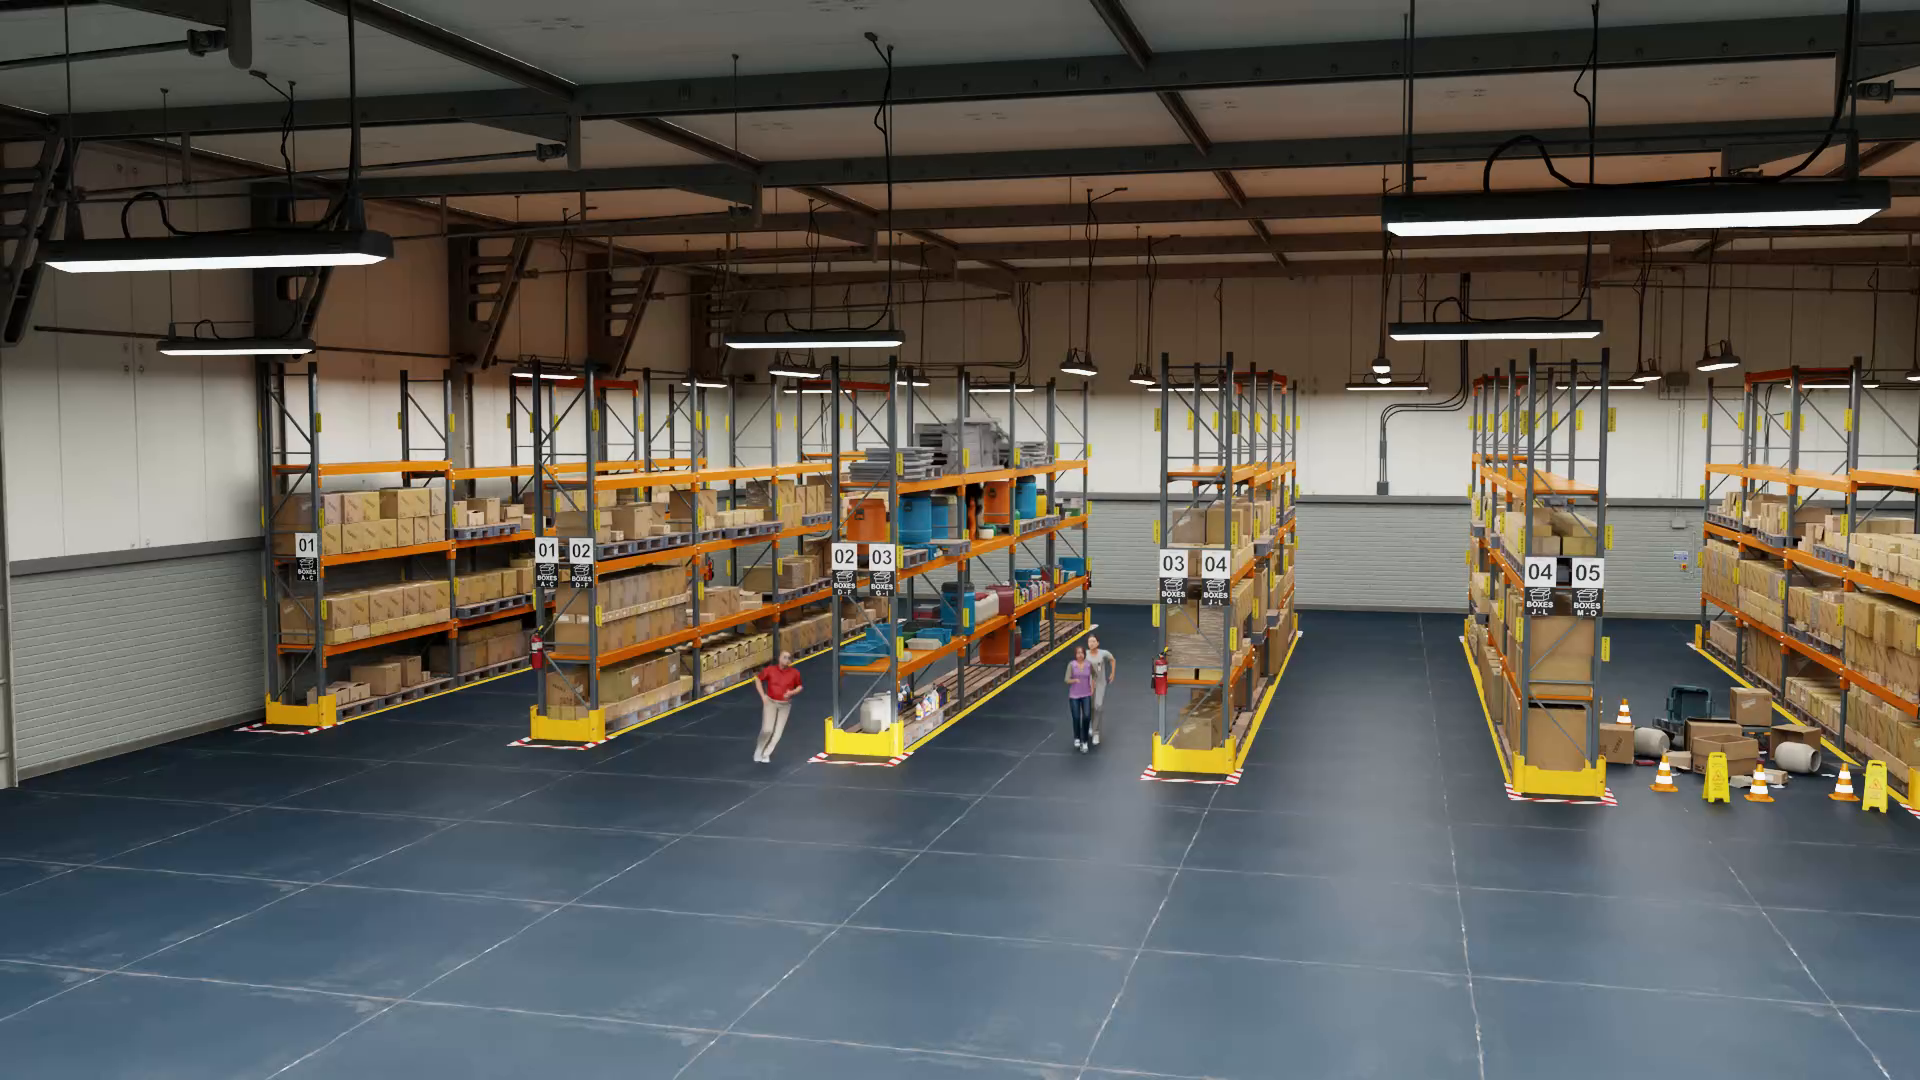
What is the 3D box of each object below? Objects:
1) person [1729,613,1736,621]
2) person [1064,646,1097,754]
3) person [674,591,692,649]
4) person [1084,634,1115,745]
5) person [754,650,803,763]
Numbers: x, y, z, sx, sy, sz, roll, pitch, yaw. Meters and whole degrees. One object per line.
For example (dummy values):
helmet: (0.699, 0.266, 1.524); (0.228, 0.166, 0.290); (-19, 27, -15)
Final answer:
person: (17.736, 1.503, 37.796); (0.598, 1.681, 0.737); (-3, 5, -39)
person: (1.841, 2.424, 25.320); (0.514, 1.635, 0.660); (0, 4, 2)
person: (-5.889, 1.683, 35.489); (0.591, 1.715, 0.777); (1, 4, 19)
person: (2.141, 2.327, 26.215); (0.573, 1.709, 0.881); (1, 4, 14)
person: (-2.672, 2.453, 24.503); (0.729, 1.656, 0.580); (-1, 4, -17)
